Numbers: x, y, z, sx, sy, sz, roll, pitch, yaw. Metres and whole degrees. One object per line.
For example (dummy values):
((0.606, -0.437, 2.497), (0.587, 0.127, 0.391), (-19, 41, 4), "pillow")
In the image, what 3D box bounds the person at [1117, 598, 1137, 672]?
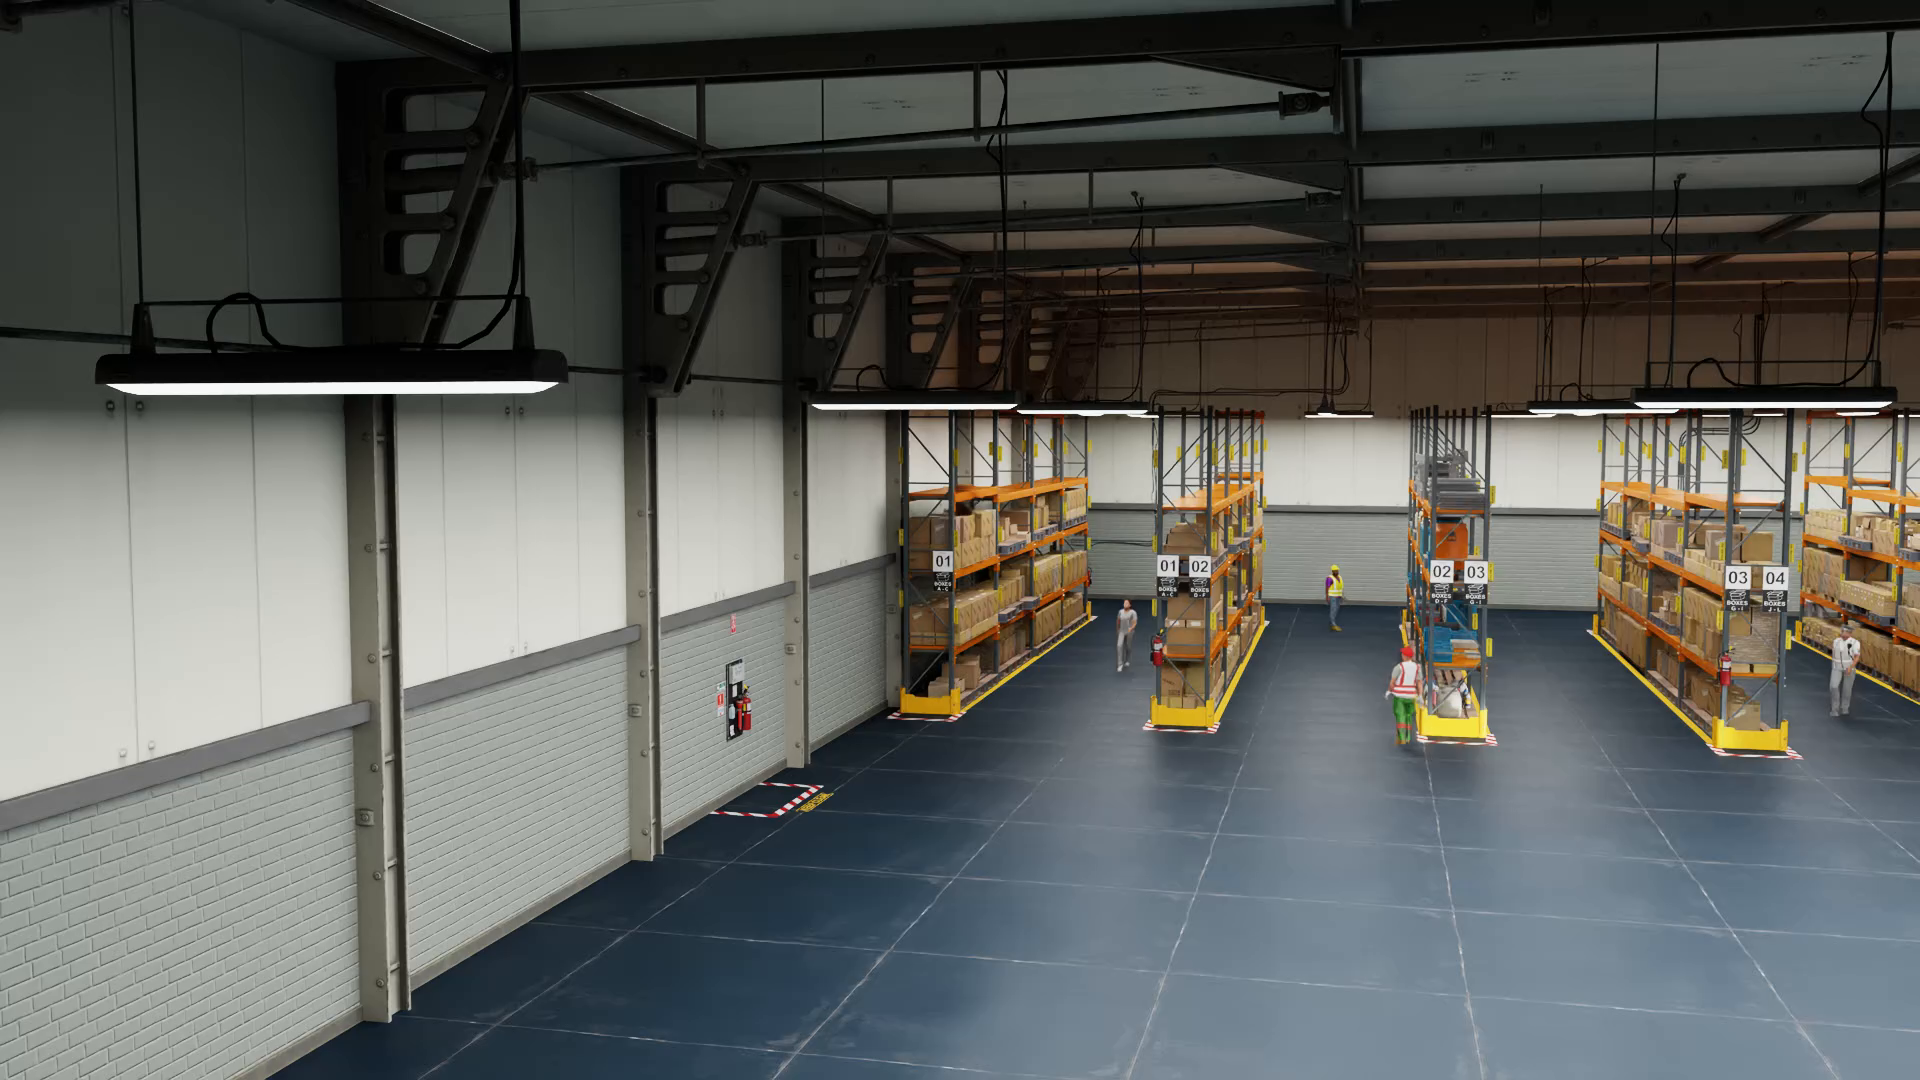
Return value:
((3.838, 2.168, 38.321), (0.498, 1.649, 0.982), (1, 4, 13), "person")

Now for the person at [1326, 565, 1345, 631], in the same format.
((10.343, 1.573, 45.625), (0.611, 1.778, 0.577), (-3, 5, -35), "person")

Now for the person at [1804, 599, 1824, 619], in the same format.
((22.794, 1.656, 44.332), (0.625, 1.779, 0.414), (1, 4, 20), "person")

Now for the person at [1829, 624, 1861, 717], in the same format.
((17.171, 2.557, 32.266), (0.514, 1.839, 0.650), (2, 5, 31), "person")

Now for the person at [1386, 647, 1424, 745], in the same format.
((7.846, 2.749, 29.323), (0.620, 1.758, 1.042), (0, 4, 6), "person")
